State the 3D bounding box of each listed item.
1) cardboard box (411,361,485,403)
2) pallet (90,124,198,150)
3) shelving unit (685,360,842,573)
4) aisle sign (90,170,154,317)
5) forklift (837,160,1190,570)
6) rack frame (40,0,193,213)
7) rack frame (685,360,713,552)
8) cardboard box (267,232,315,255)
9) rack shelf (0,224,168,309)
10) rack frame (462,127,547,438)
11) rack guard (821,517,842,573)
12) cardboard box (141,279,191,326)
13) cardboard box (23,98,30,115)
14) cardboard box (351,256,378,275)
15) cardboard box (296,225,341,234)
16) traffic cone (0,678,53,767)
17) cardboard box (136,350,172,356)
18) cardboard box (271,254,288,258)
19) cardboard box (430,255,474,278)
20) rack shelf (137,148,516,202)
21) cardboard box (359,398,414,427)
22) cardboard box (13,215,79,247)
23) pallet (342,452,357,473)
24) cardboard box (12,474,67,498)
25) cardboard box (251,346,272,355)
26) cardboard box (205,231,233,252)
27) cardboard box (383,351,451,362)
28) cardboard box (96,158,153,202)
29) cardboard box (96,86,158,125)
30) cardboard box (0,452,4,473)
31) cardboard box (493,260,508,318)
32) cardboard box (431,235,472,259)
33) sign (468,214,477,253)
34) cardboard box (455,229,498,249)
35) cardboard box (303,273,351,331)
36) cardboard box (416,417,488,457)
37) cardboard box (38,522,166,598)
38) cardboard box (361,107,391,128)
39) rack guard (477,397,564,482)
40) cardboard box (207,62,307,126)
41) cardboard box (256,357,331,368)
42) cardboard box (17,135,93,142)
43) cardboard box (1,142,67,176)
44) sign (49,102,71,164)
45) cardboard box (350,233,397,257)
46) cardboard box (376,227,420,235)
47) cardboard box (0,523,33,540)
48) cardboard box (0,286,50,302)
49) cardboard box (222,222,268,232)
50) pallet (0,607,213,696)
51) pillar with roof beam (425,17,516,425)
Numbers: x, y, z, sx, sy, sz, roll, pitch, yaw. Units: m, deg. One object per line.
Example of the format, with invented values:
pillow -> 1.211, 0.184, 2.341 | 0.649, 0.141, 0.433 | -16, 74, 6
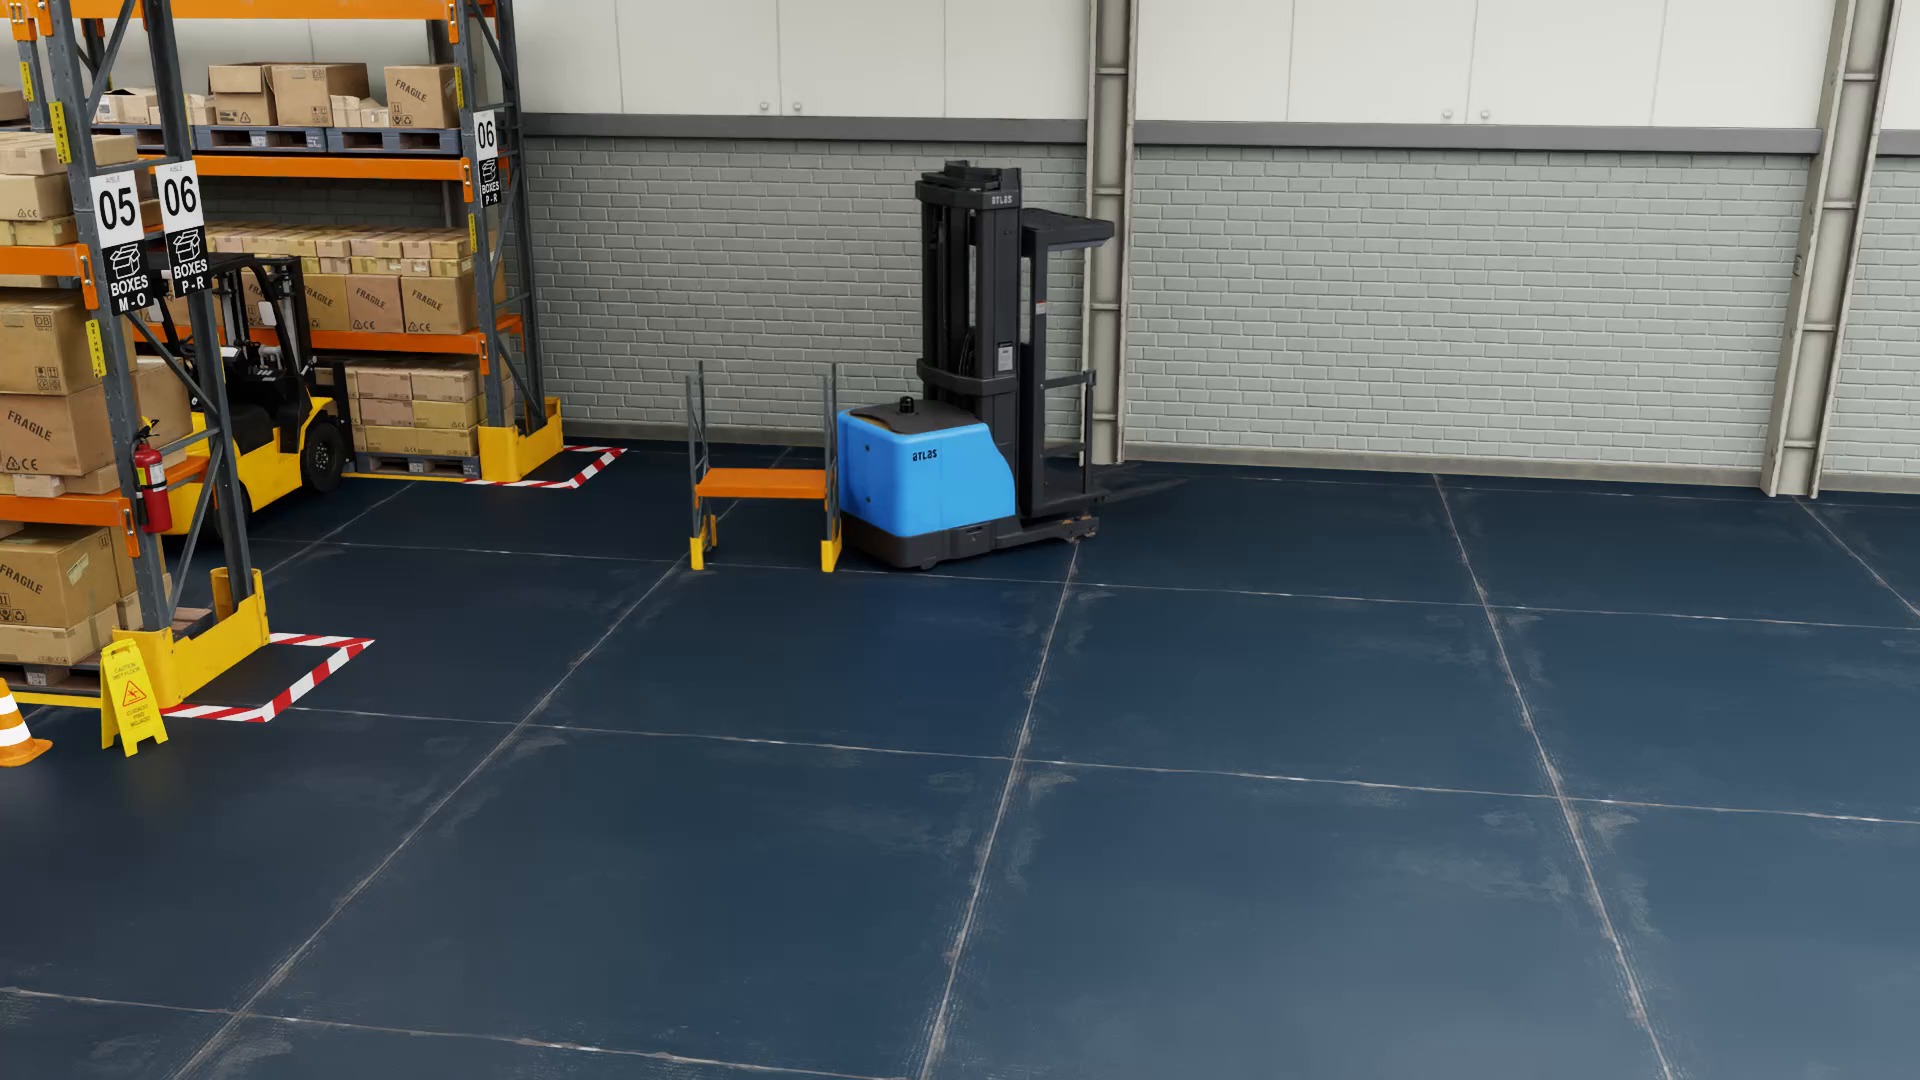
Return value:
cardboard box -> -4.565, -1.422, 14.921 | 0.500, 0.250, 0.500 | 4, 19, 10
pallet -> -7.164, -3.674, 14.968 | 1.213, 0.211, 1.003 | 3, 19, 9
shelving unit -> -1.486, -0.567, 12.635 | 1.083, 1.500, 0.587 | 1, 19, 3
aisle sign -> -4.829, -1.710, 9.591 | 0.004, 0.787, 0.394 | 3, 19, 9
forklift -> 0.515, -1.507, 13.188 | 3.031, 2.935, 1.130 | -12, 22, -32
rack frame -> -4.844, -3.417, 9.332 | 0.127, 3.000, 1.000 | 3, 19, 9
rack frame -> -1.984, -0.577, 12.663 | 0.032, 1.500, 0.500 | 1, 19, 3
cardboard box -> -5.963, -2.650, 14.848 | 0.250, 0.149, 0.380 | 3, 19, 9
rack shelf -> -6.819, -1.754, 10.223 | 4.000, 0.370, 1.077 | 3, 19, 9
rack frame -> -4.061, -2.127, 14.932 | 0.127, 3.000, 1.000 | 3, 19, 9
rack guard -> -0.989, 0.035, 12.804 | 0.087, 0.250, 0.587 | 1, 19, 3
cardboard box -> -7.096, -2.250, 15.144 | 0.500, 0.500, 0.500 | 3, 19, 10
cardboard box -> -8.817, -3.982, 15.327 | 0.250, 0.149, 0.380 | 3, 19, 9
cardboard box -> -5.194, -2.463, 14.758 | 0.250, 0.149, 0.380 | 3, 19, 8
cardboard box -> -5.881, -2.794, 15.276 | 0.250, 0.149, 0.380 | 3, 19, 9
traffic cone -> -5.474, 1.014, 9.544 | 0.334, 0.463, 0.336 | 3, 19, 9
cardboard box -> -7.582, -1.575, 15.378 | 0.500, 0.250, 0.500 | 3, 19, 8
cardboard box -> -5.950, -2.509, 14.895 | 0.250, 0.149, 0.380 | 3, 19, 8
cardboard box -> -4.447, -2.412, 14.603 | 0.250, 0.149, 0.380 | 3, 19, 9
rack shelf -> -6.035, -3.309, 14.871 | 4.000, 0.370, 1.077 | 3, 19, 9
cardboard box -> -5.084, -1.214, 15.089 | 0.500, 0.250, 0.500 | 3, 19, 8
cardboard box -> -5.241, -1.805, 9.640 | 0.250, 0.149, 0.380 | 3, 19, 9
pallet -> -6.023, -0.892, 15.636 | 1.213, 0.211, 1.003 | 3, 19, 9
cardboard box -> -5.515, -0.382, 10.114 | 0.250, 0.149, 0.380 | 3, 19, 8
cardboard box -> -6.494, -1.683, 15.701 | 0.500, 0.250, 0.500 | 3, 19, 9
cardboard box -> -6.718, -2.671, 14.909 | 0.250, 0.149, 0.380 | 3, 19, 8
cardboard box -> -4.999, -1.604, 15.465 | 0.500, 0.250, 0.500 | 3, 19, 9
cardboard box -> -5.299, -2.173, 10.110 | 0.500, 0.250, 0.500 | 3, 19, 8
cardboard box -> -7.227, -3.837, 14.636 | 0.500, 0.311, 0.500 | 3, 19, 10
cardboard box -> -5.918, -0.728, 10.124 | 0.500, 0.500, 0.500 | 3, 19, 9
cardboard box -> -4.506, -2.286, 15.251 | 0.500, 0.500, 0.500 | 4, 19, 10
cardboard box -> -4.448, -2.575, 14.623 | 0.250, 0.149, 0.380 | 3, 19, 9
sign -> -4.160, -2.619, 14.205 | 0.005, 0.325, 0.100 | 3, 19, 9
cardboard box -> -4.358, -2.707, 15.017 | 0.250, 0.149, 0.380 | 3, 19, 8
cardboard box -> -5.605, -2.171, 14.908 | 0.500, 0.500, 0.500 | 3, 19, 8
cardboard box -> -4.575, -0.947, 15.077 | 0.500, 0.250, 0.500 | 3, 19, 9
cardboard box -> -5.620, 0.049, 10.918 | 0.500, 0.500, 0.500 | 2, 19, 7
cardboard box -> -4.927, -3.623, 14.254 | 0.250, 0.149, 0.380 | 2, 19, 7
rack guard -> -4.037, -0.940, 15.325 | 0.348, 0.500, 1.175 | 3, 19, 9
cardboard box -> -6.103, -3.915, 14.567 | 0.637, 0.503, 0.797 | 4, 19, 10
cardboard box -> -6.069, -1.496, 15.142 | 0.500, 0.250, 0.500 | 3, 19, 8
cardboard box -> -5.414, -2.343, 9.989 | 0.250, 0.149, 0.380 | 3, 19, 8
cardboard box -> -5.225, -2.178, 9.496 | 0.250, 0.149, 0.380 | 3, 19, 9
sign -> -4.952, -2.241, 9.151 | 0.005, 0.325, 0.100 | 3, 19, 9
cardboard box -> -5.193, -2.618, 14.752 | 0.250, 0.149, 0.380 | 3, 19, 9
cardboard box -> -5.116, -2.757, 15.166 | 0.250, 0.149, 0.380 | 3, 19, 9
cardboard box -> -6.193, 0.194, 10.487 | 0.500, 0.500, 0.500 | 4, 19, 11
cardboard box -> -5.882, -1.219, 10.018 | 0.500, 0.500, 0.700 | 3, 19, 9
cardboard box -> -6.632, -2.856, 15.462 | 0.250, 0.149, 0.380 | 3, 19, 8
pallet -> -5.716, 0.695, 10.893 | 1.213, 0.211, 1.003 | 3, 19, 9
pillar with roof beam -> -5.288, -3.941, 10.898 | 0.400, 9.000, 9.100 | 3, 19, 9
